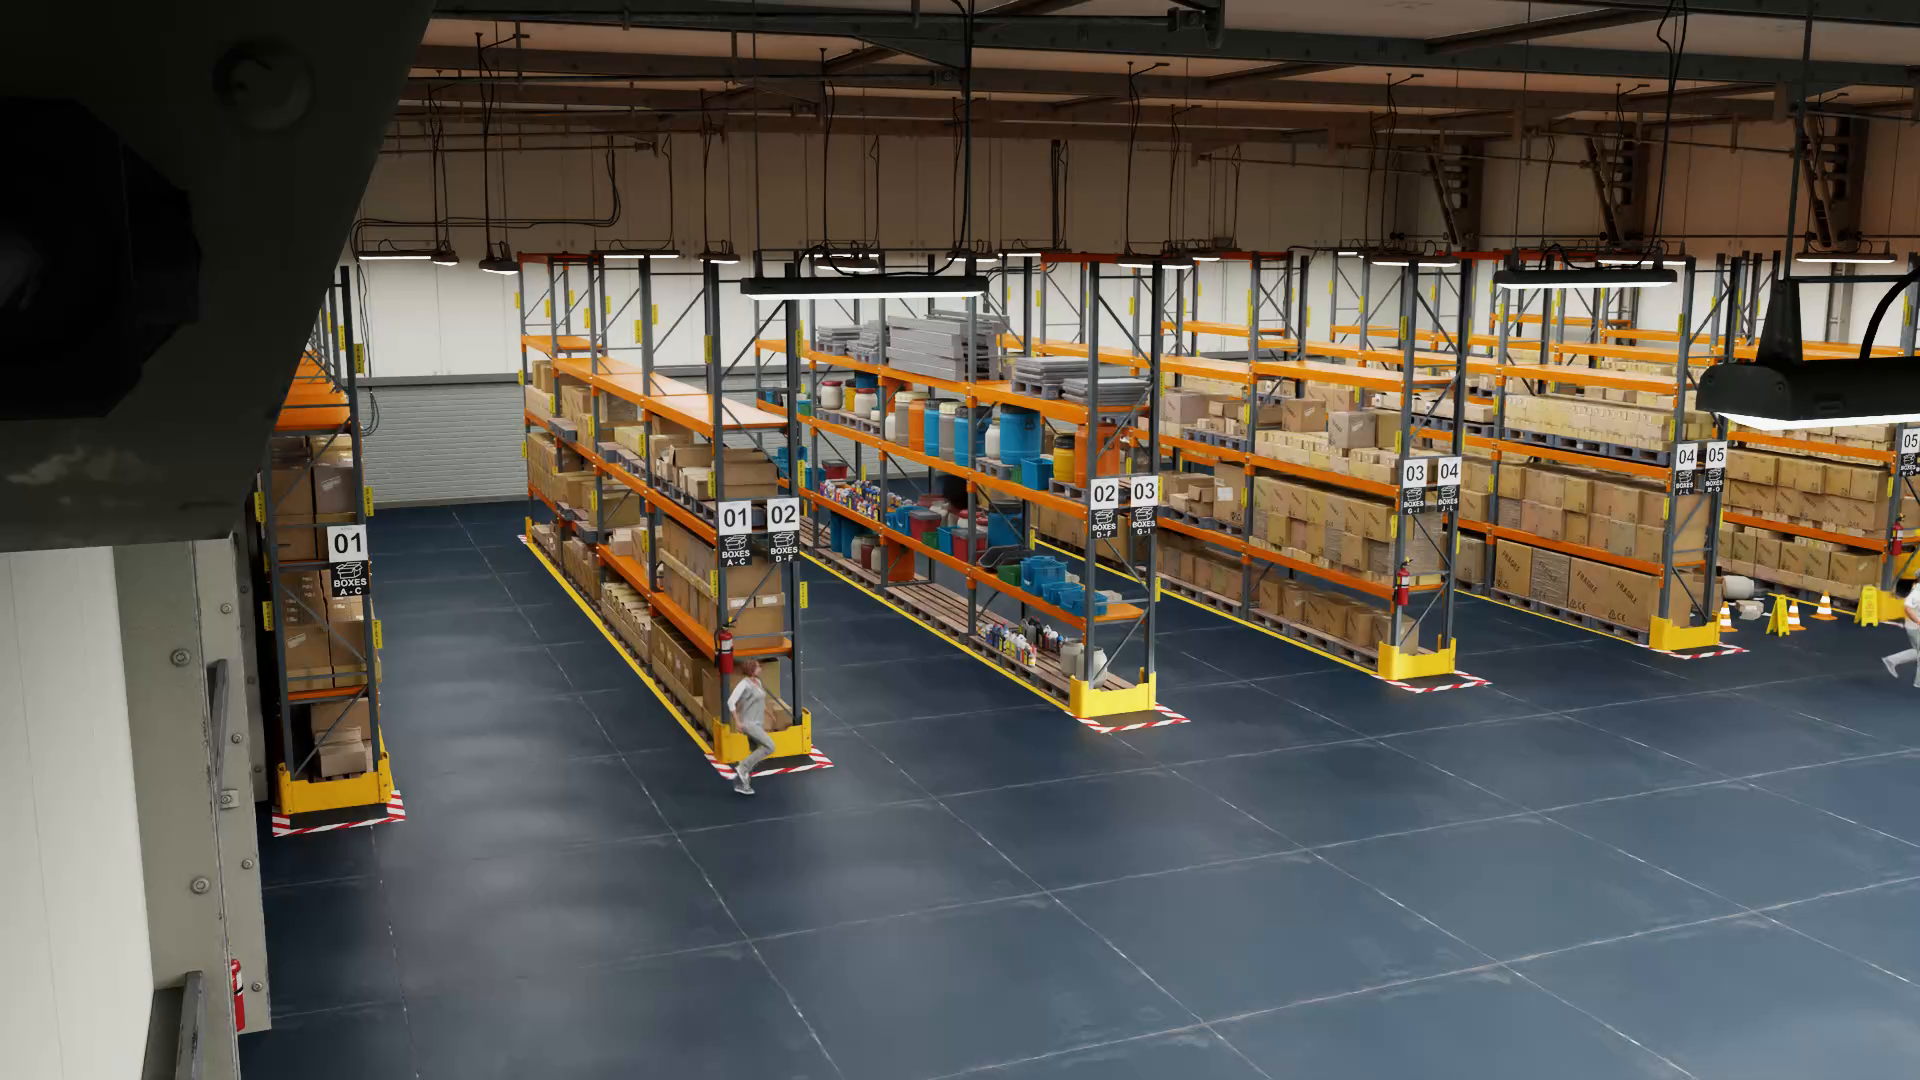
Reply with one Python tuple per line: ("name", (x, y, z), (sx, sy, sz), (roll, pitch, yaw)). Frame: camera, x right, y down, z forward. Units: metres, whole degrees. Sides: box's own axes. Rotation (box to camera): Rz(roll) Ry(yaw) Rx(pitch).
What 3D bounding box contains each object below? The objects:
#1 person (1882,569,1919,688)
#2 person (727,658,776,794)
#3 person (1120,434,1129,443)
("person", (13.537, 1.217, 23.515), (0.705, 1.758, 0.656), (6, 12, 32))
("person", (-2.351, 2.127, 19.142), (0.519, 1.527, 0.556), (2, 11, 12))
("person", (3.888, -1.913, 40.796), (0.578, 1.704, 0.801), (10, 14, 42))
